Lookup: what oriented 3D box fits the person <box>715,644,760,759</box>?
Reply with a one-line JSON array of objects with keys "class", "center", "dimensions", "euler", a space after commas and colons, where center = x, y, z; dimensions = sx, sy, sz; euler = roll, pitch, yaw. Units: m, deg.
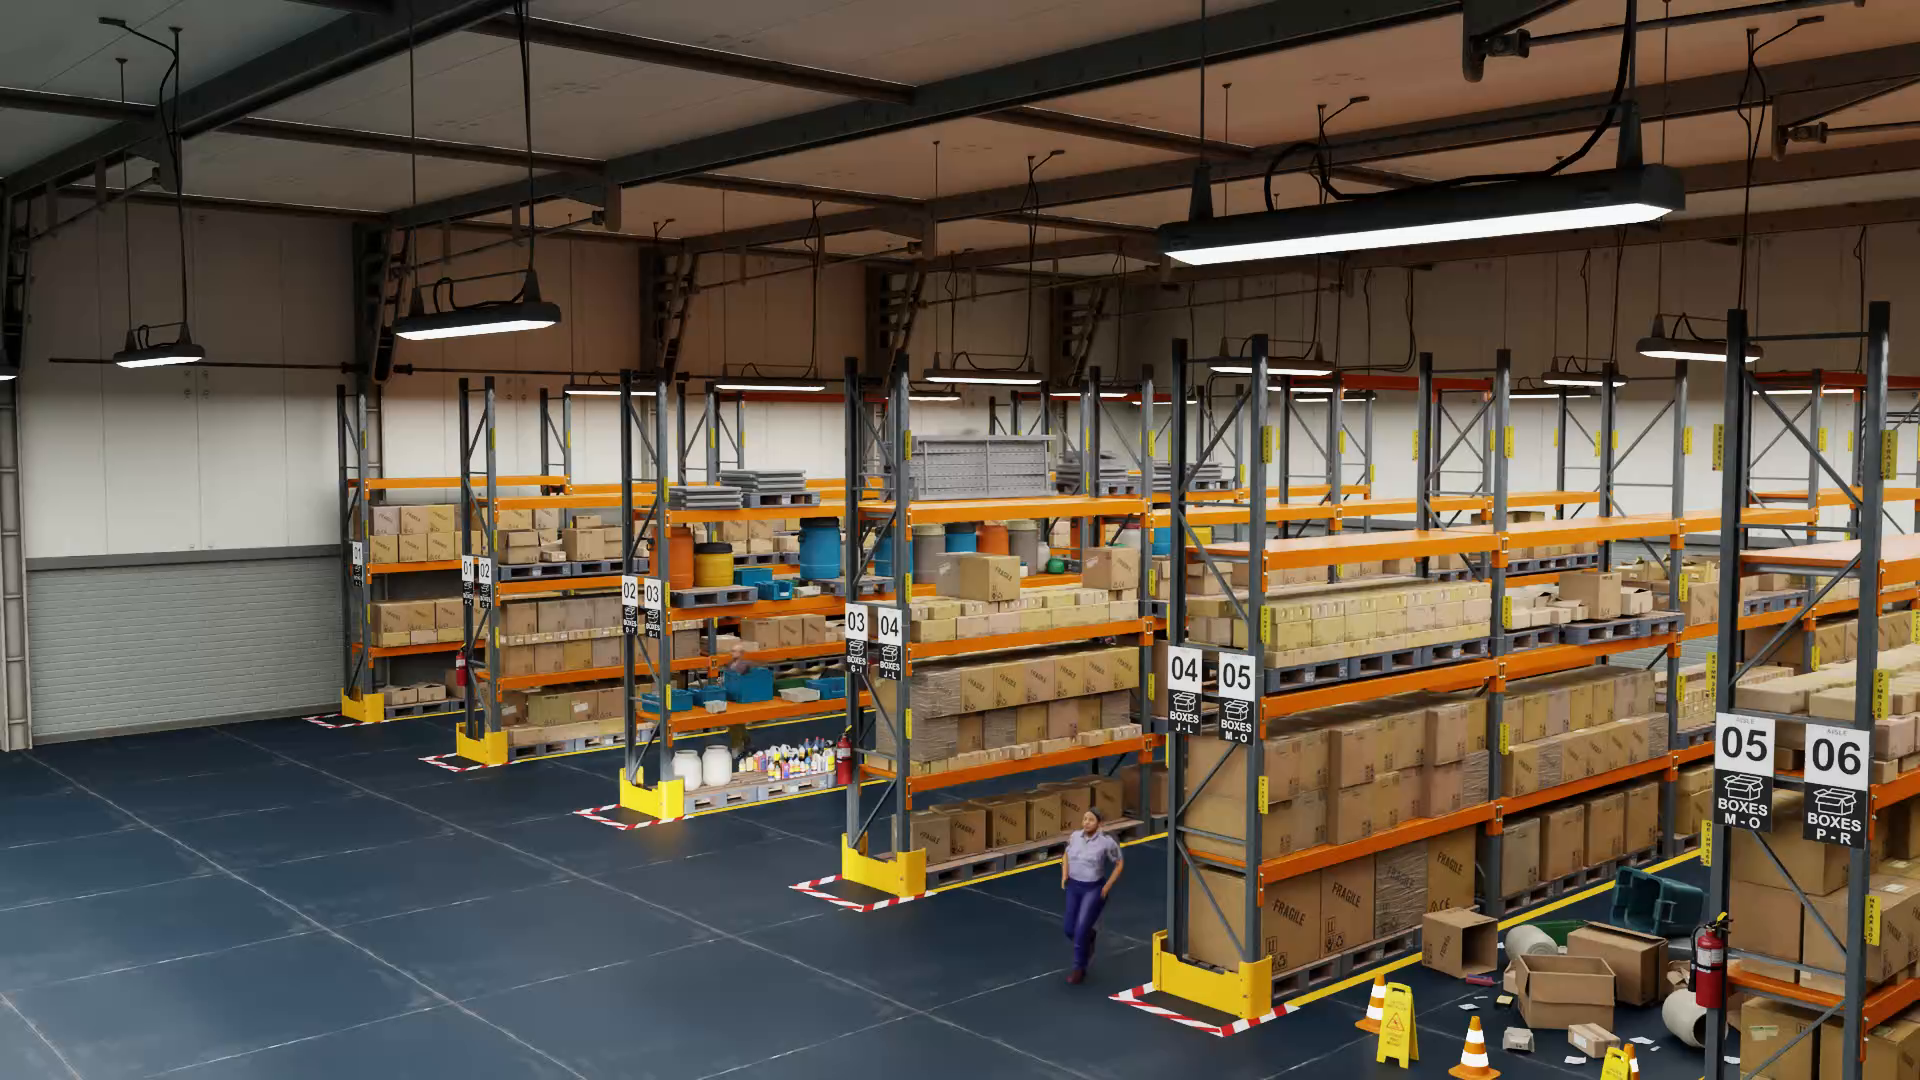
[{"class": "person", "center": [-3.532, 2.561, 26.391], "dimensions": [0.720, 1.809, 0.794], "euler": [3, 5, 40]}]

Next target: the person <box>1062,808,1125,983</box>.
[{"class": "person", "center": [1.220, 3.338, 15.769], "dimensions": [0.624, 1.593, 0.681], "euler": [2, 4, 33]}]
